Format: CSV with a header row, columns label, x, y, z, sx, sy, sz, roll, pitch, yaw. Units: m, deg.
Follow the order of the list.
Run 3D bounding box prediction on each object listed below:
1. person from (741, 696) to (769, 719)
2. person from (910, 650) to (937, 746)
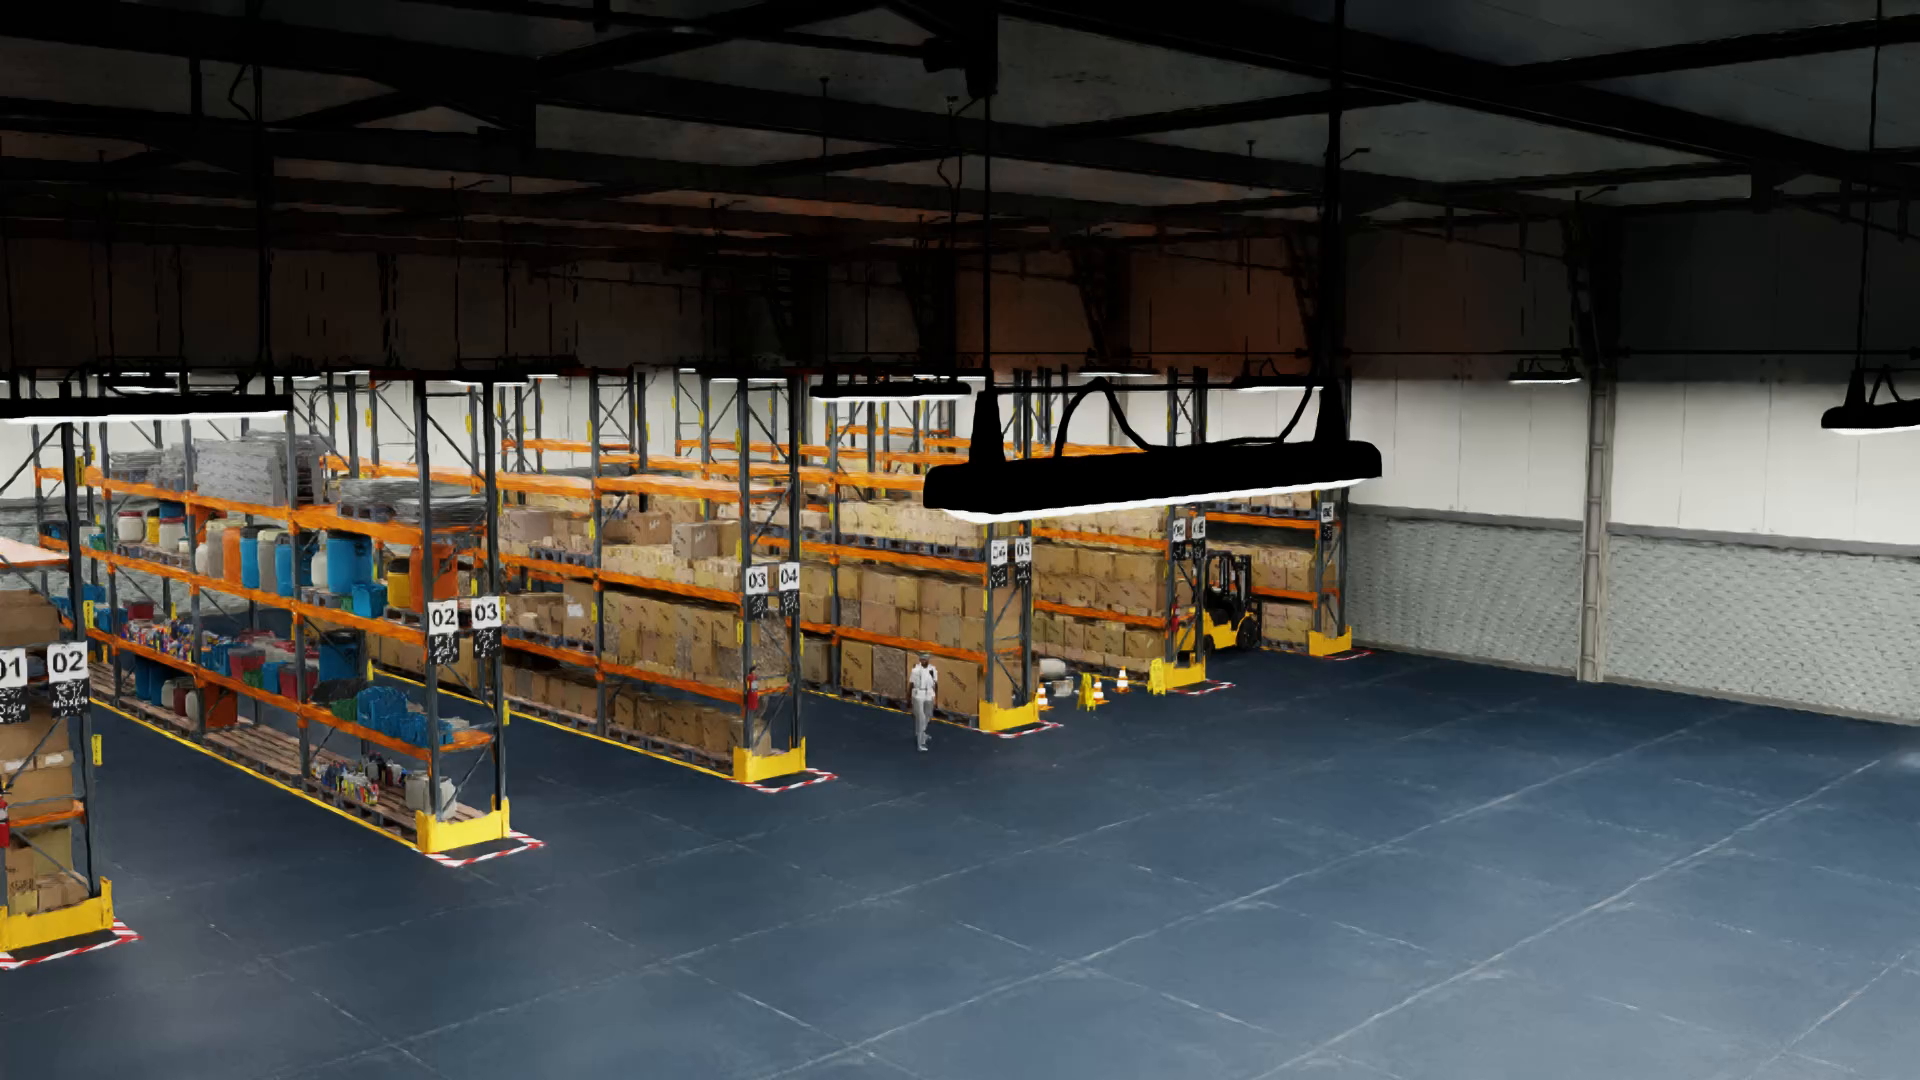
label,x,y,z,sx,sy,sz,roll,pitch,yaw
person,-3.405,2.323,27.854,0.521,1.594,0.682,6,9,44
person,-0.621,2.484,26.731,0.446,1.552,0.773,-3,7,-23
